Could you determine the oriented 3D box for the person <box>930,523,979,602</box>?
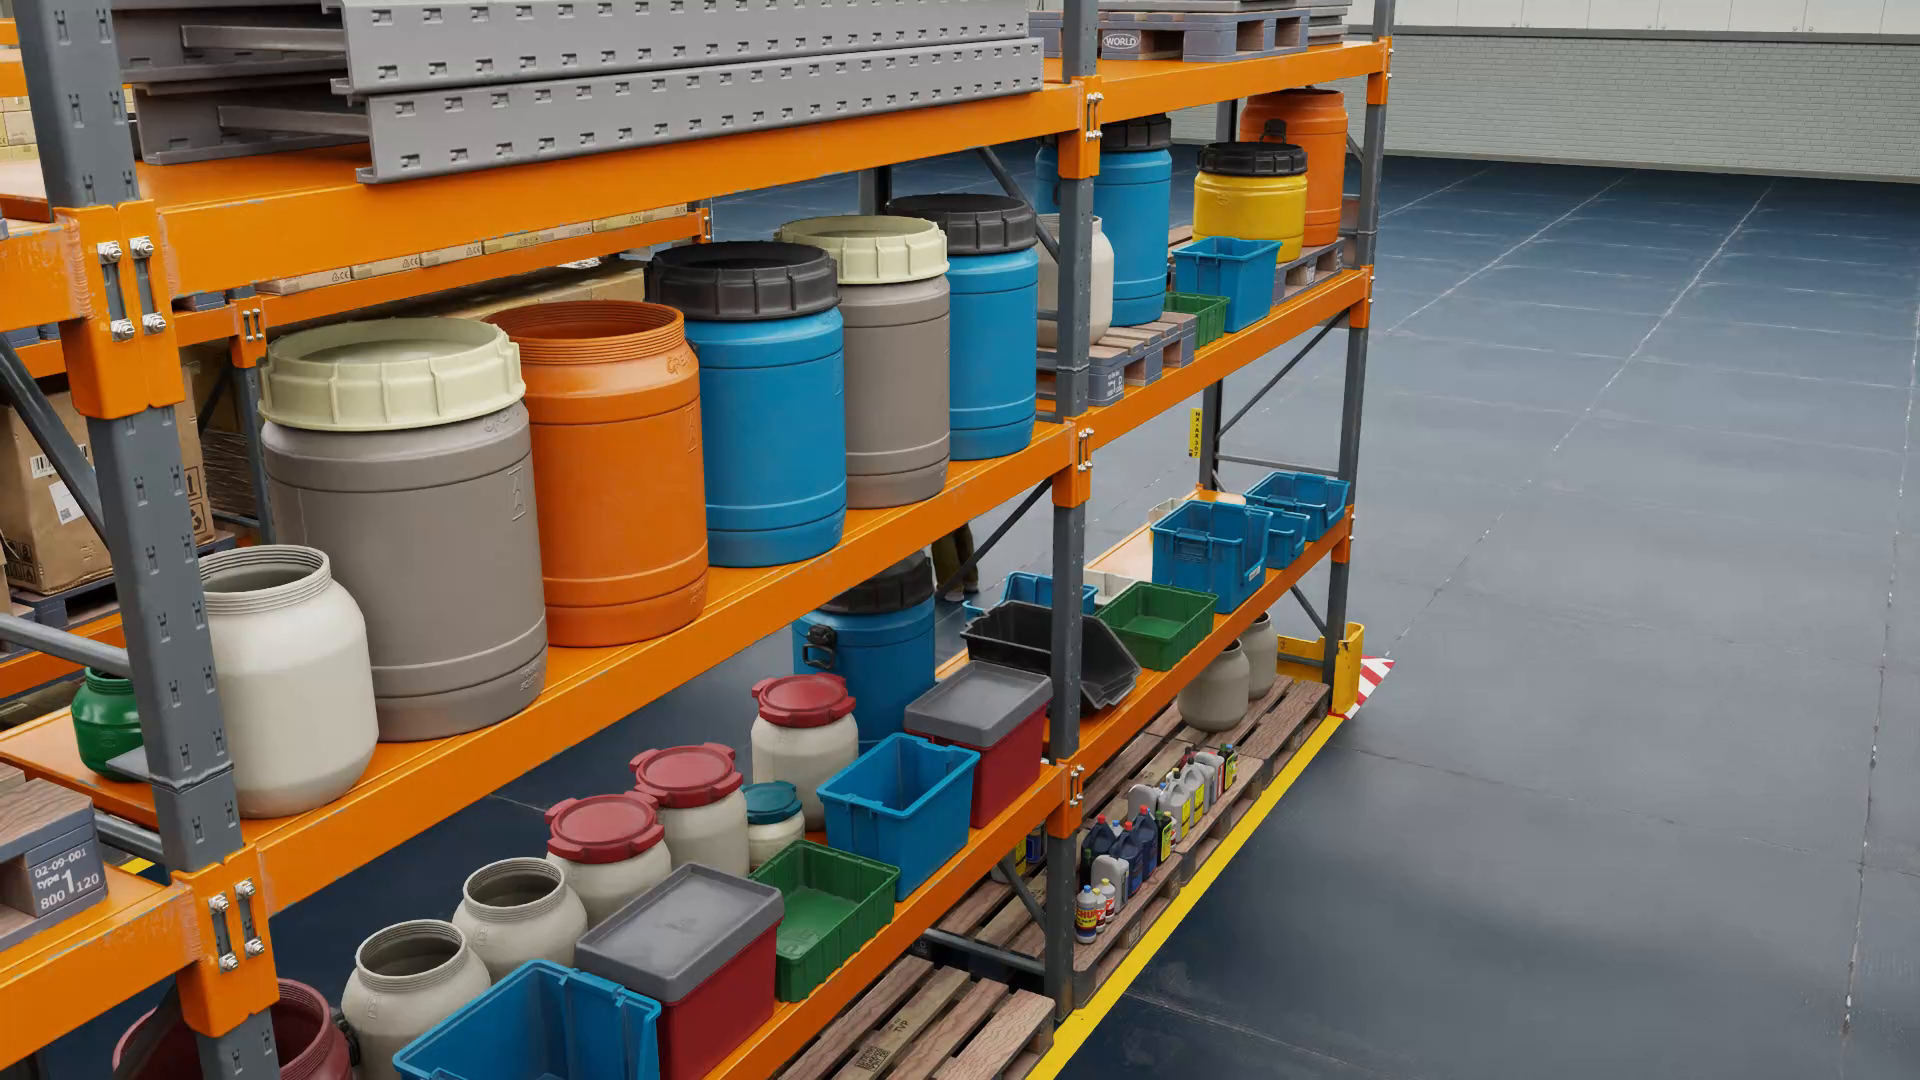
[{"bbox_3d":[-0.087,-0.439,12.344,0.455,1.782,0.577,10,21,27],"label":"person"}]
